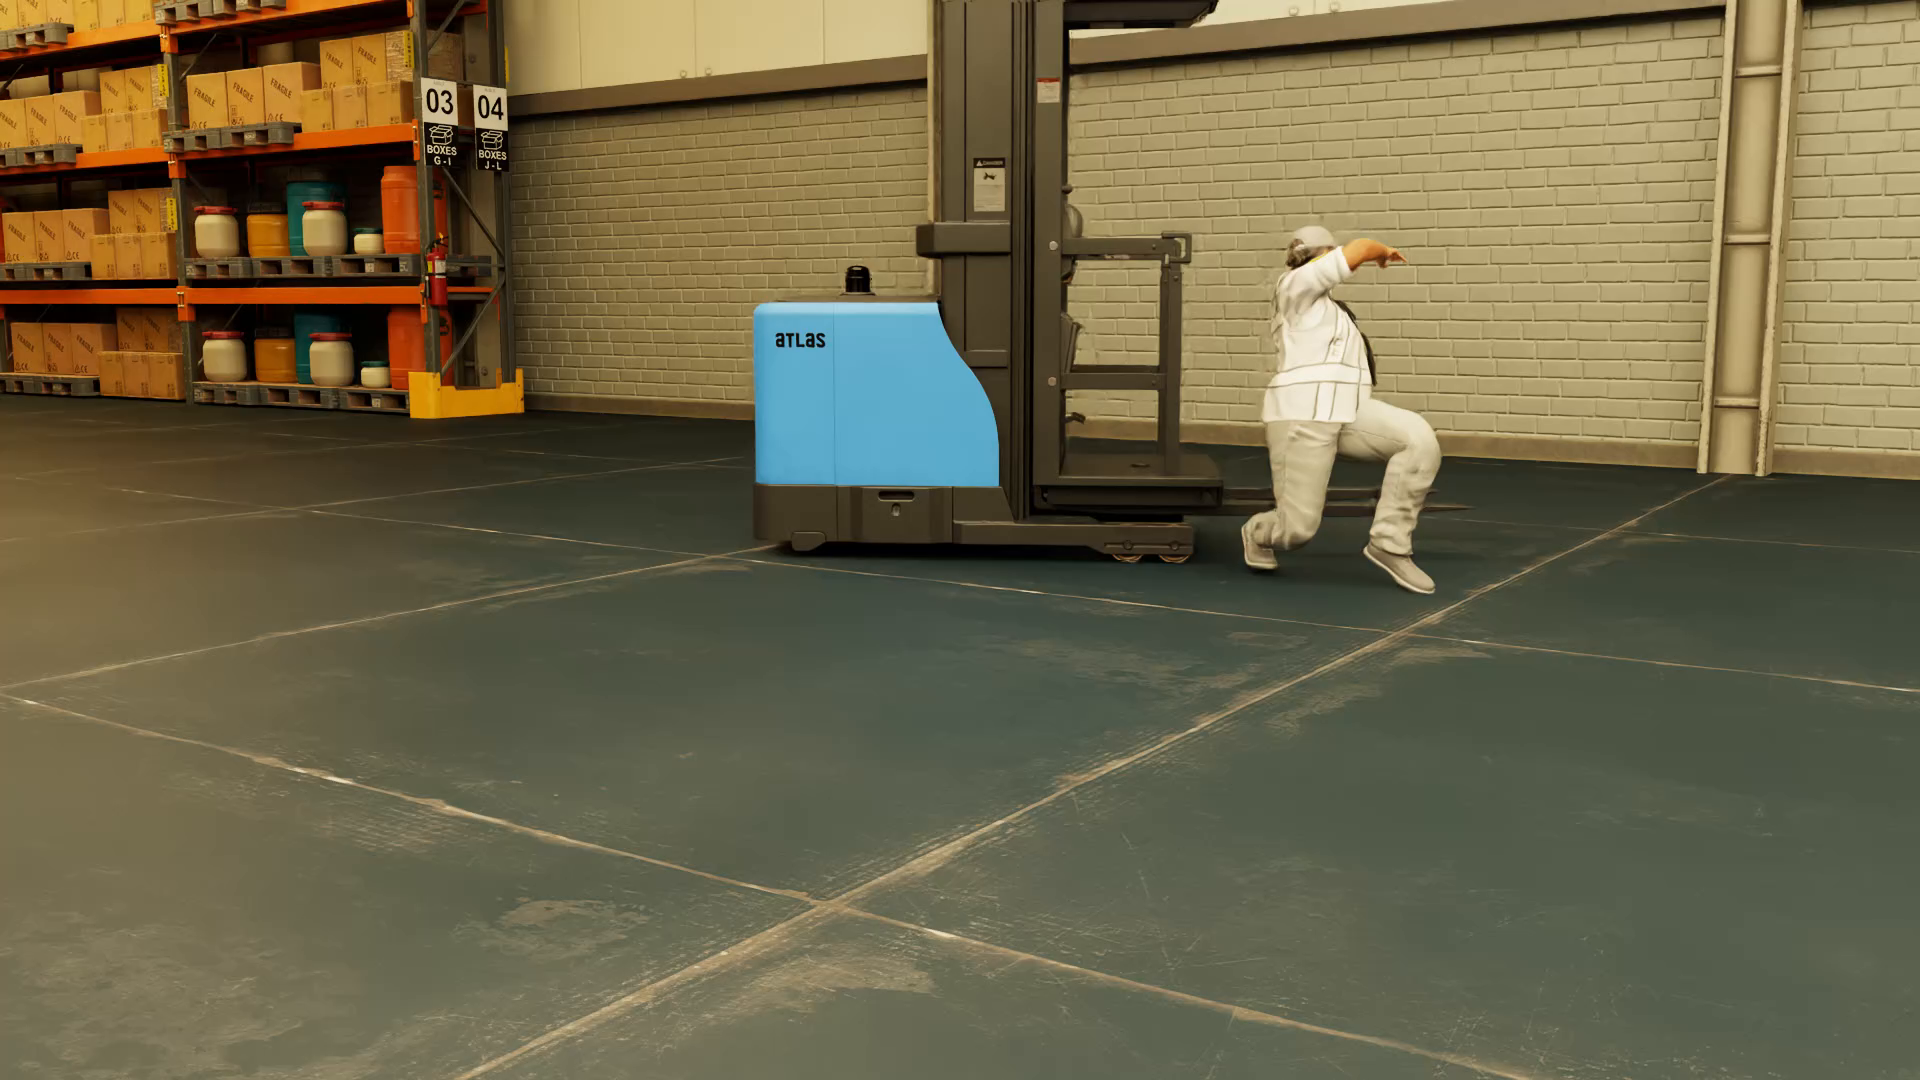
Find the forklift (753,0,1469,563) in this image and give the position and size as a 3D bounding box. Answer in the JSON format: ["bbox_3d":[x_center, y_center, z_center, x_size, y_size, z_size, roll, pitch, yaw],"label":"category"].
[{"bbox_3d":[0.658,-1.432,7.261,3.031,2.935,1.130,1,8,5],"label":"forklift"}]

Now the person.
[{"bbox_3d":[1.577,-0.536,6.516,0.923,1.372,0.922,-7,11,-41],"label":"person"}]
